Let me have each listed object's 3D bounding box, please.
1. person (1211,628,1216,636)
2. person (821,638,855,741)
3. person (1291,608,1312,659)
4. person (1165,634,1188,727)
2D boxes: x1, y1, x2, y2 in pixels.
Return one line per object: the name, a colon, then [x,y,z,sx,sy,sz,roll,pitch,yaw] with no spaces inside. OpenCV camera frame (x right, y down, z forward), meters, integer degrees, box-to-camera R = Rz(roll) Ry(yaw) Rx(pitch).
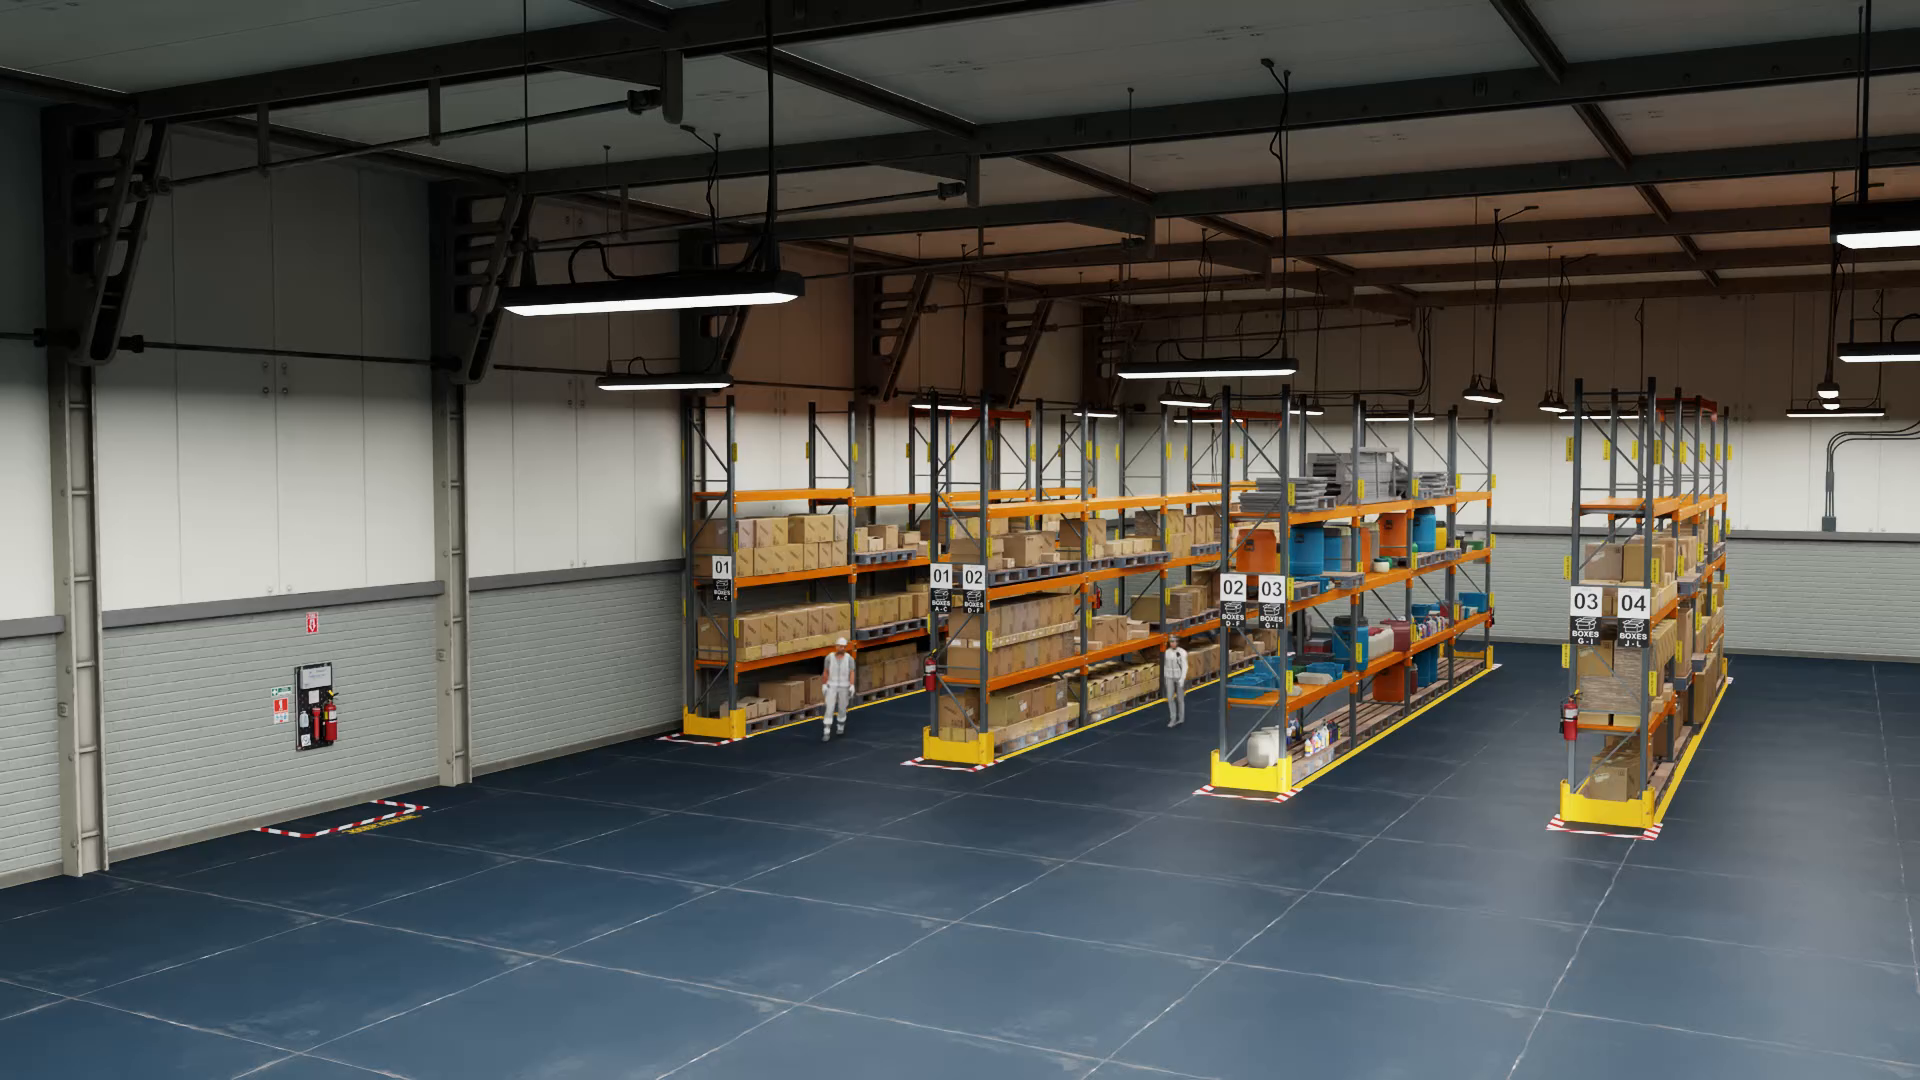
person: [7.097,1.807,45.117,0.585,1.655,0.503,3,4,44]
person: [-2.152,2.585,29.131,0.628,1.750,0.865,-1,3,-10]
person: [7.583,2.228,36.849,0.572,1.791,0.475,3,4,42]
person: [3.967,2.589,30.554,0.513,1.725,0.637,1,3,24]
